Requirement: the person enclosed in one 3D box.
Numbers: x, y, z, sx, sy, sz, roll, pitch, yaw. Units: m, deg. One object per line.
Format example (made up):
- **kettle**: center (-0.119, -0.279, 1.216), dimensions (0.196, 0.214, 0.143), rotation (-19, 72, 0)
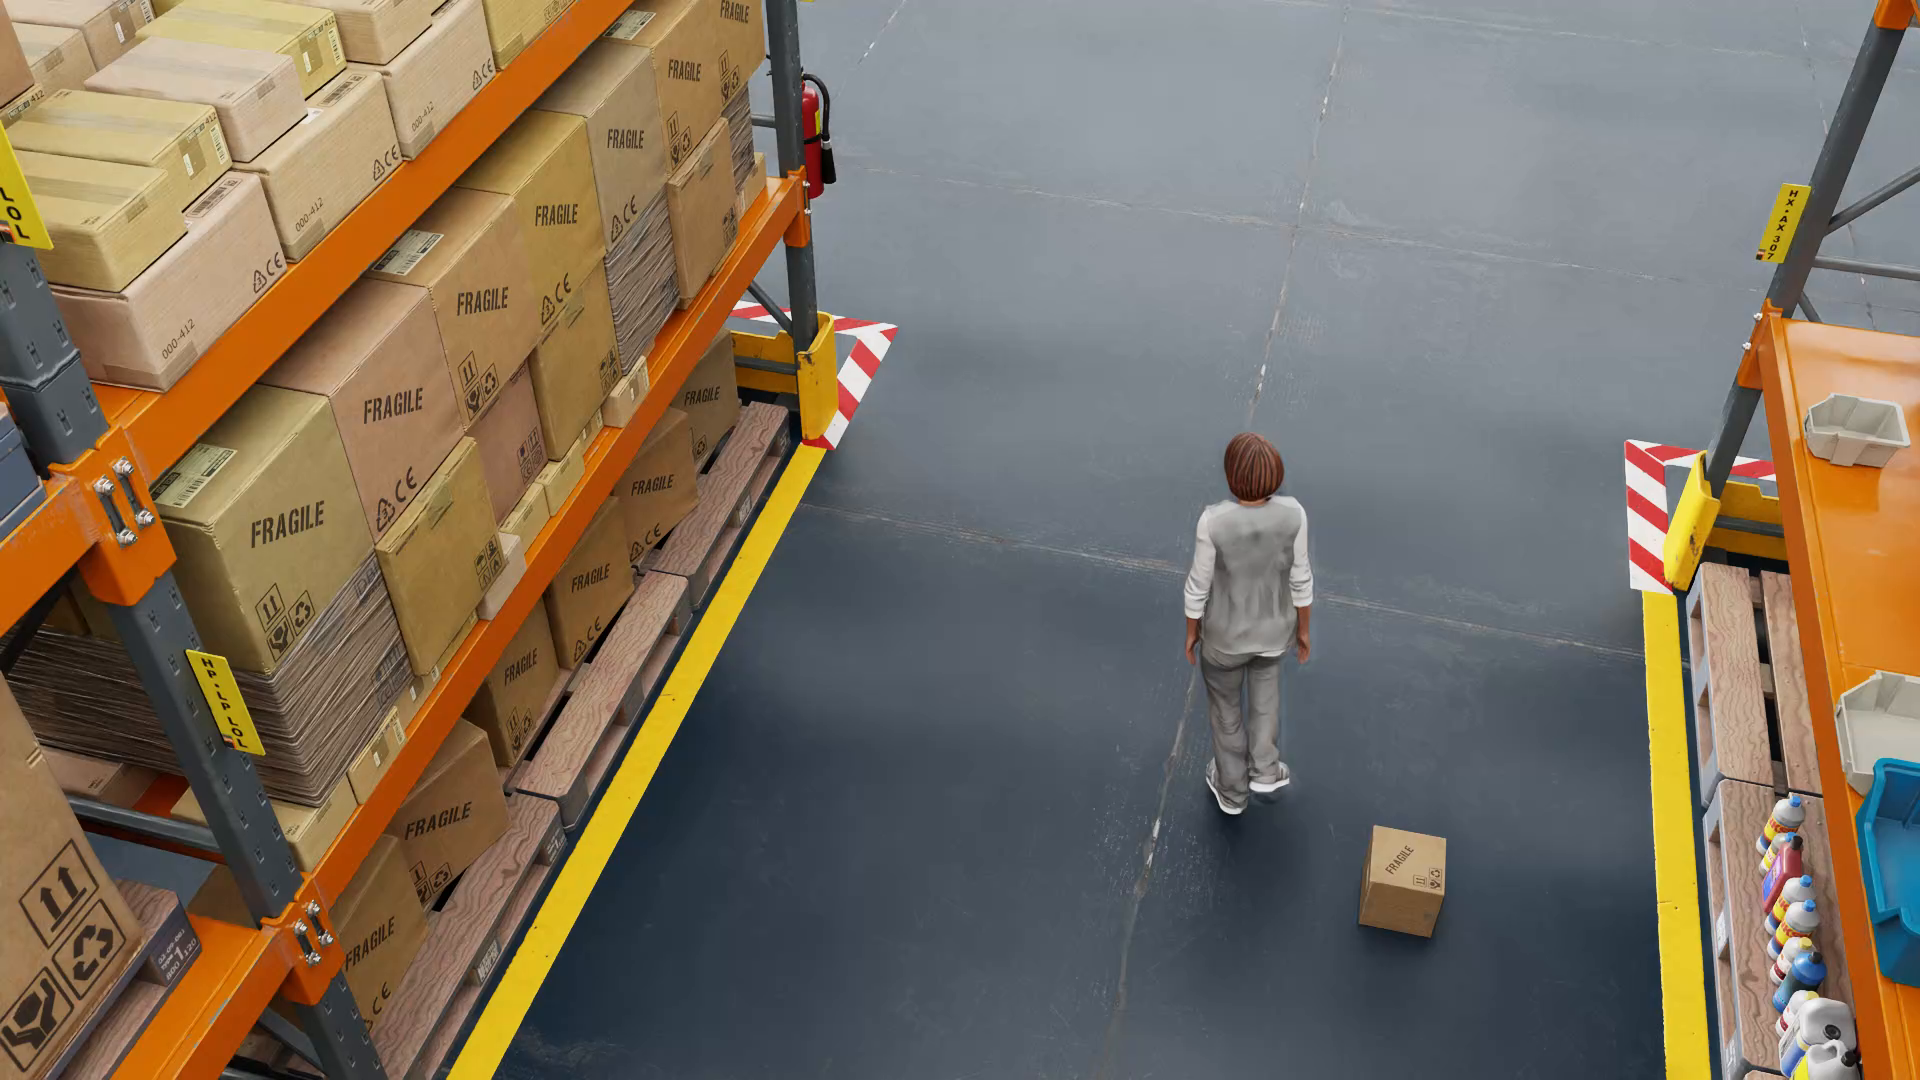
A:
- **person**: center (0.996, 0.330, 5.776), dimensions (0.463, 1.586, 0.430), rotation (-5, 42, -6)
